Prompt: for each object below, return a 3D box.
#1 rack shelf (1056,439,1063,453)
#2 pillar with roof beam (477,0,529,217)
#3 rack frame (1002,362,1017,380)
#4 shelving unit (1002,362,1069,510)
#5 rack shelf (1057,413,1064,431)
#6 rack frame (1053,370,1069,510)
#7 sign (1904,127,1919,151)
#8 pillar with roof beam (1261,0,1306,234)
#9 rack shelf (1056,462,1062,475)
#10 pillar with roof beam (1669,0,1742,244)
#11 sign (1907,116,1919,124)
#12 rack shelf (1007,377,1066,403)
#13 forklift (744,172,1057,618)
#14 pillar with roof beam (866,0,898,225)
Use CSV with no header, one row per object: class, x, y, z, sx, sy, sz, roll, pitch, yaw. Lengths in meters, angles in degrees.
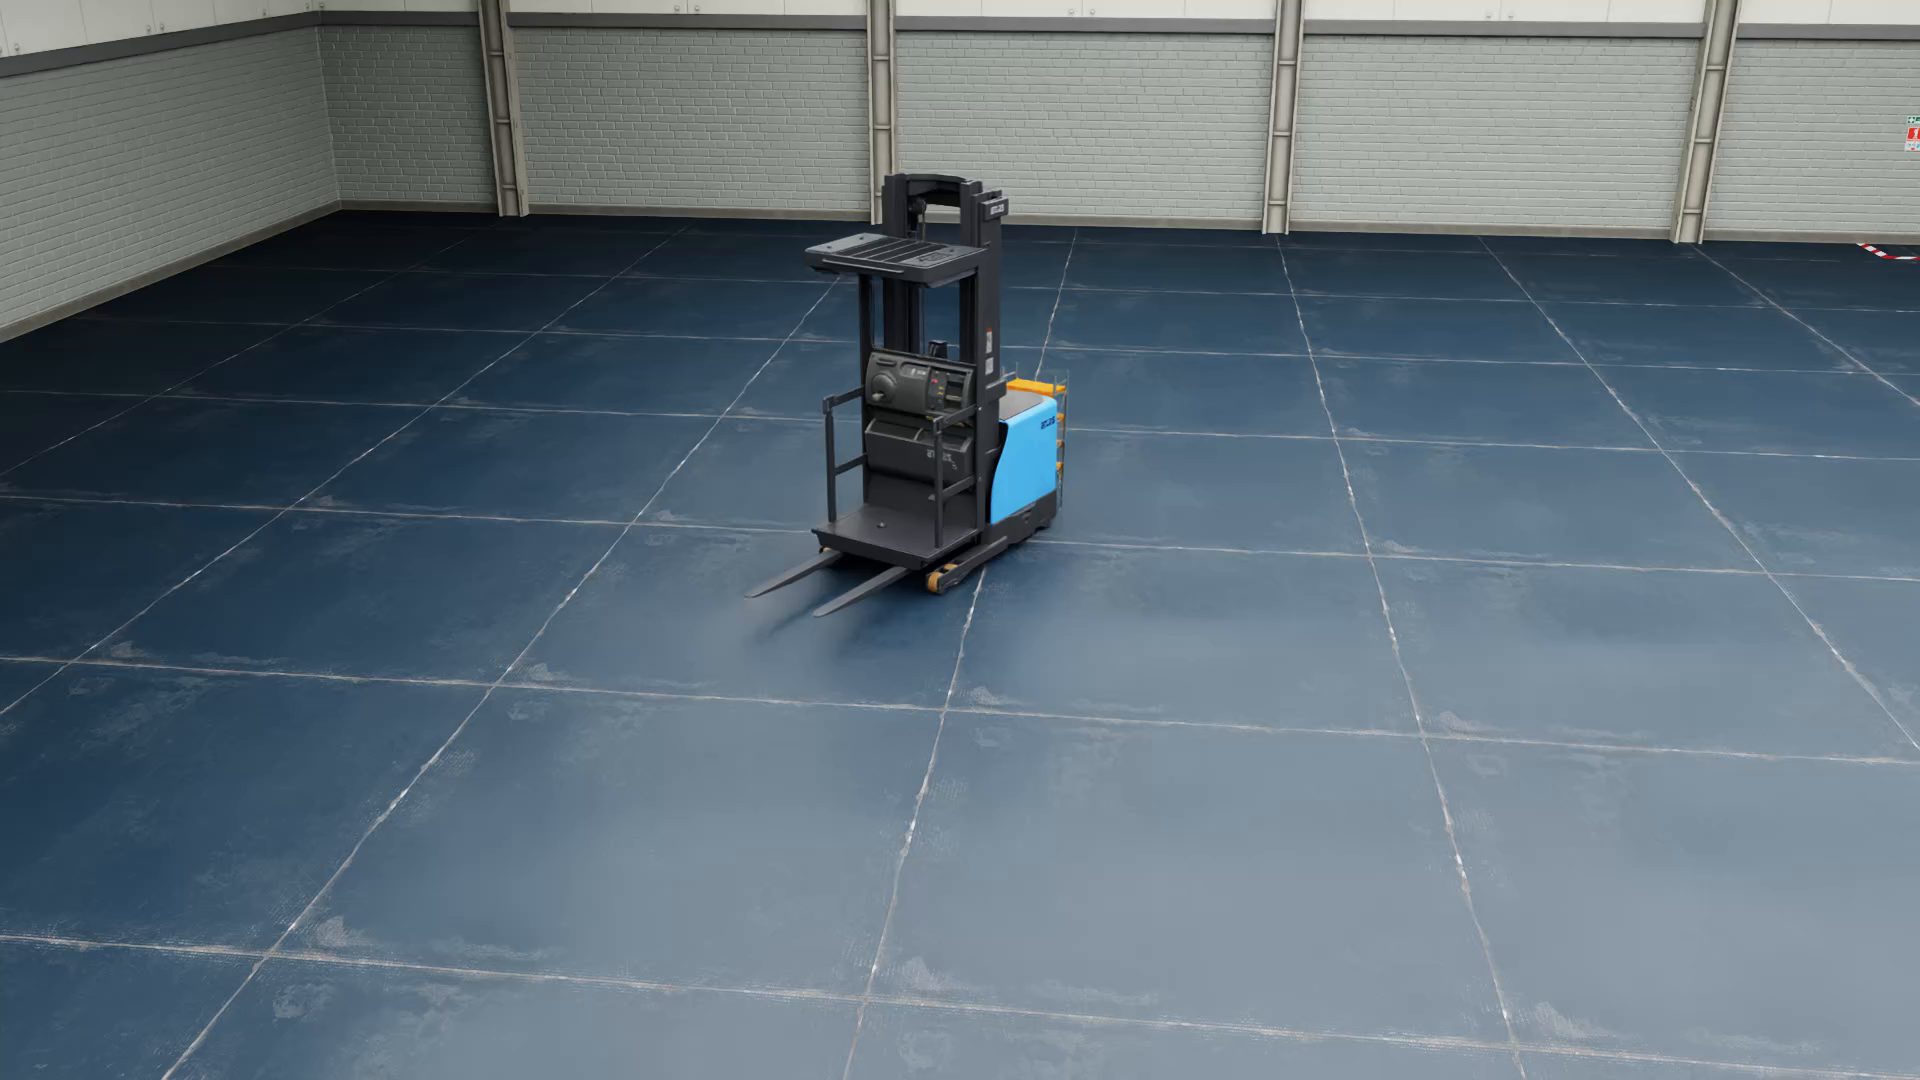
rack shelf,0.607,-0.788,13.968,0.480,0.148,0.258,13,22,29
pillar with roof beam,-7.636,-7.819,20.976,0.400,9.000,9.100,2,22,6
rack frame,0.400,-0.898,14.064,0.015,1.200,0.240,13,22,29
shelving unit,0.609,-0.852,13.946,0.503,1.200,0.258,13,22,29
rack shelf,0.613,-0.999,13.894,0.480,0.148,0.258,13,22,29
rack frame,0.818,-0.805,13.829,0.015,1.200,0.240,13,22,29
sign,13.717,-5.761,23.883,0.234,0.329,0.001,2,22,6
pillar with roof beam,4.281,-7.299,19.663,0.400,9.000,9.100,2,22,6
rack shelf,0.602,-0.601,14.034,0.480,0.148,0.258,13,22,29
pillar with roof beam,10.239,-7.040,19.007,0.400,9.000,9.100,2,22,6
sign,13.721,-6.004,23.777,0.331,0.109,0.001,2,22,6
rack shelf,0.618,-1.222,13.816,0.480,0.148,0.258,13,22,29
forklift,-0.427,-1.157,12.379,1.130,2.935,3.031,14,25,31
pillar with roof beam,-1.678,-7.559,20.320,0.400,9.000,9.100,2,22,6
